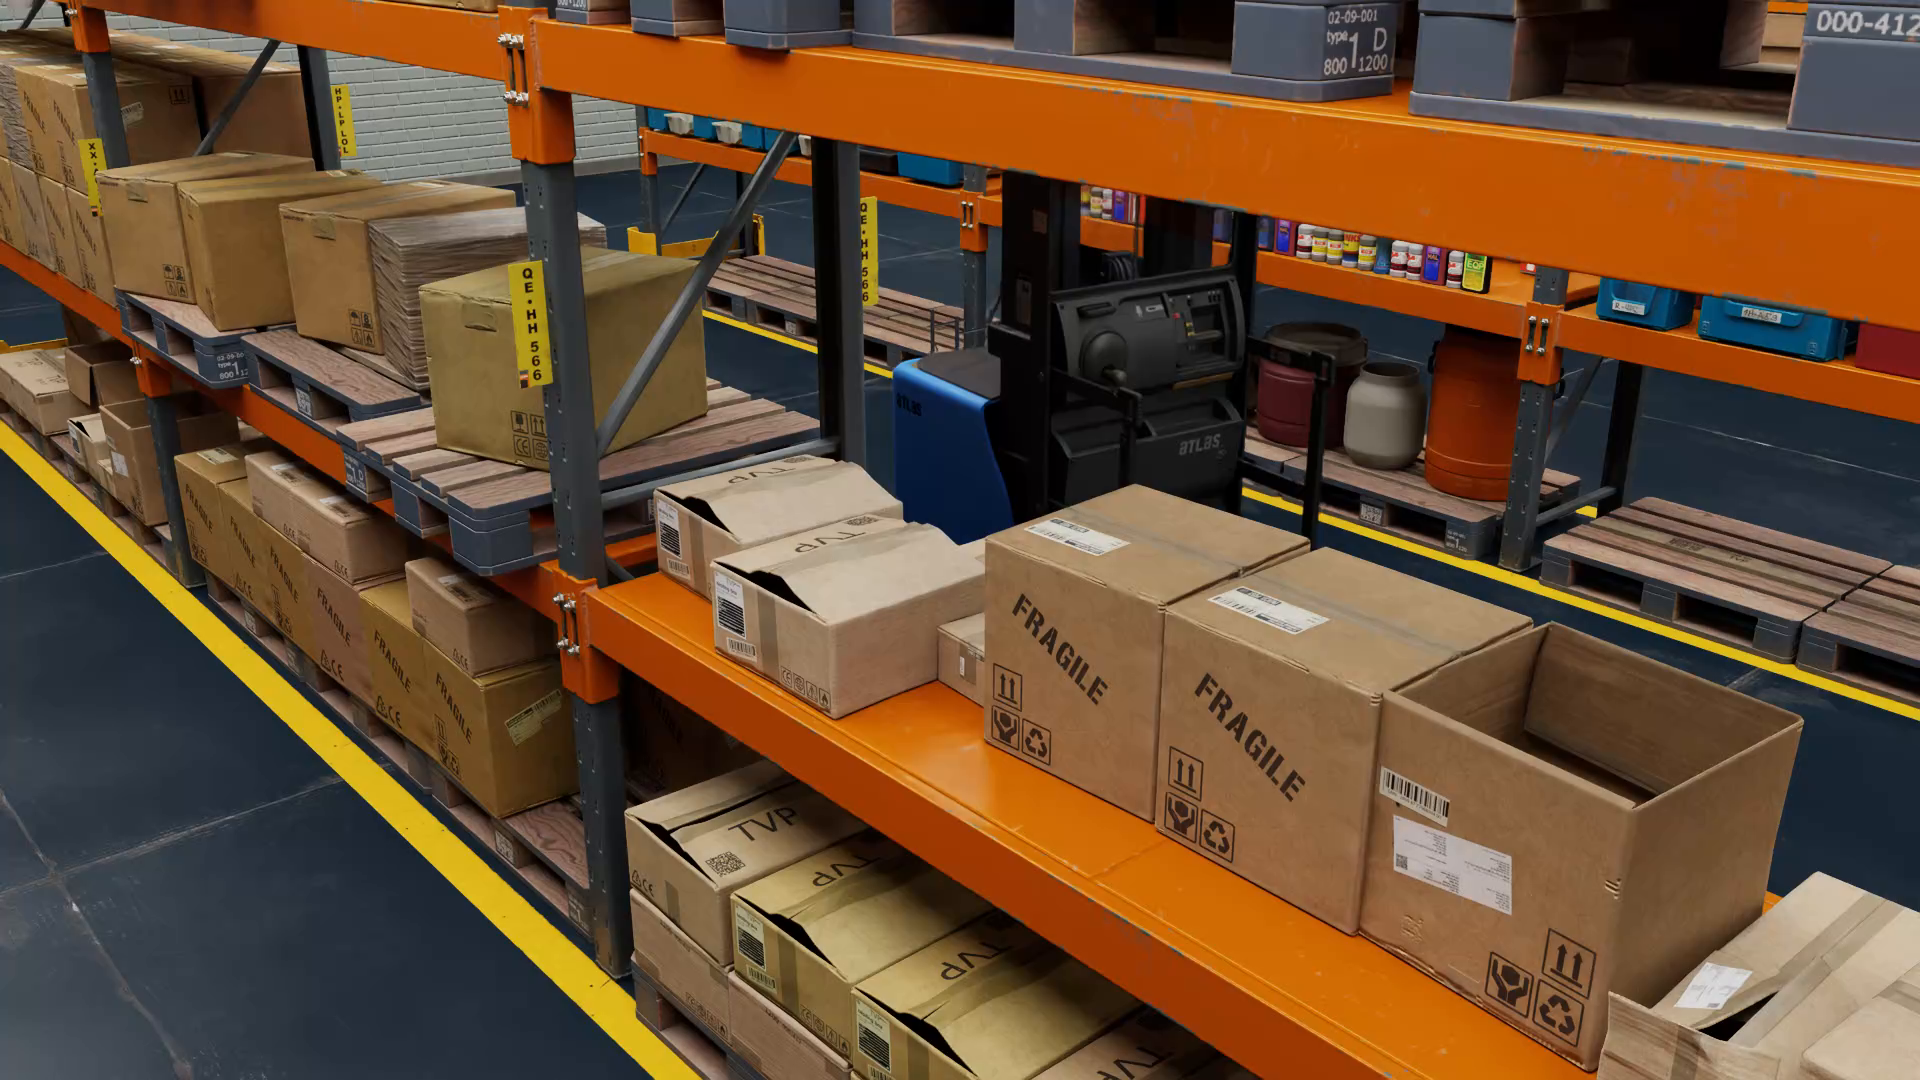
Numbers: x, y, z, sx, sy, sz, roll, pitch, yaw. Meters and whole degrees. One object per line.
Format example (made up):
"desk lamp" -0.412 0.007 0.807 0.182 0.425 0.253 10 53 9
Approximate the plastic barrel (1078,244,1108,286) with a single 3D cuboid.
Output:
"plastic barrel" 0.781 -1.535 10.591 0.600 0.901 0.708 -17 27 -37

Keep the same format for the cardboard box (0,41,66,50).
"cardboard box" -5.168 -2.442 9.098 0.500 0.500 0.500 -17 27 -37

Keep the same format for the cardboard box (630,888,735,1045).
"cardboard box" -0.586 1.112 4.726 0.500 0.250 0.500 -18 27 -38

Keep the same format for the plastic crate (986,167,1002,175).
"plastic crate" 0.243 -2.538 11.131 0.396 0.136 0.243 -17 27 -37

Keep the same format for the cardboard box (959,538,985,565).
"cardboard box" 0.091 0.112 4.428 0.380 0.149 0.250 -17 27 -37

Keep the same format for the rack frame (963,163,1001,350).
"rack frame" 0.439 -2.471 10.679 1.000 3.000 0.127 -17 27 -37

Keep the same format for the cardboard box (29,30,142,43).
"cardboard box" -5.098 -2.713 9.789 0.500 0.500 0.500 -17 27 -36

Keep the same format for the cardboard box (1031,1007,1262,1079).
"cardboard box" 0.431 1.278 3.535 0.500 0.311 0.500 -18 28 -38

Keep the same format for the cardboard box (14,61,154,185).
"cardboard box" -4.179 -2.023 8.029 0.500 0.500 0.500 -18 28 -38

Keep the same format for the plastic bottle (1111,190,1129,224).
"plastic bottle" 0.935 -1.968 9.555 0.061 0.283 0.133 -17 27 -37

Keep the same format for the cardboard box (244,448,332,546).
"cardboard box" -2.532 -0.215 6.715 0.500 0.250 0.500 -17 27 -37

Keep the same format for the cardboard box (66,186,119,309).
"cardboard box" -3.837 -1.416 7.849 0.500 0.500 0.500 -17 27 -37

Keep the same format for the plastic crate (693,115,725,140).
"plastic crate" -1.831 -3.197 12.681 0.416 0.233 0.300 -17 27 -37

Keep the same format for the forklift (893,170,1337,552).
"forklift" 0.899 -0.830 6.583 1.130 2.935 3.031 -13 25 -31

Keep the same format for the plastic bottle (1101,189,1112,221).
"plastic bottle" 0.873 -1.966 9.663 0.097 0.201 0.097 0 21 0

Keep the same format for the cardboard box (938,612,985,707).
"cardboard box" 0.170 0.269 4.029 0.380 0.149 0.250 -15 26 -34

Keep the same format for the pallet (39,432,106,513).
"pallet" -4.564 -0.521 9.525 1.003 0.211 1.213 -17 27 -37

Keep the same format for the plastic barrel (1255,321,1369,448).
"plastic barrel" 1.980 -0.881 9.352 0.600 0.588 0.708 -17 27 -37

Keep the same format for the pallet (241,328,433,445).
"pallet" -1.978 -0.634 6.253 1.003 0.211 1.213 -17 27 -37

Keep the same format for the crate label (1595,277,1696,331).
"crate label" 3.041 -1.082 7.363 0.303 0.233 0.416 -17 27 -37

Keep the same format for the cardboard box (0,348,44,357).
"cardboard box" -5.914 -1.077 10.428 0.380 0.149 0.250 -17 27 -37

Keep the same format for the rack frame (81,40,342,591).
"rack frame" -3.316 -1.292 7.671 1.000 3.000 0.127 -17 27 -37

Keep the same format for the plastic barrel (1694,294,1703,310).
"plastic barrel" 3.582 -1.373 7.689 0.600 0.536 0.708 -17 27 -37

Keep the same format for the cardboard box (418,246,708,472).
"cardboard box" -1.202 -0.576 5.130 0.500 0.500 0.700 12 24 28

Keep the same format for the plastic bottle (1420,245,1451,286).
"plastic bottle" 2.312 -1.385 8.067 0.061 0.283 0.133 -17 27 -37

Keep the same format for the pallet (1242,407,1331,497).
"pallet" 1.711 -0.612 9.756 1.003 0.211 1.213 -17 27 -37

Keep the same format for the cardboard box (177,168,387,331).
"cardboard box" -2.680 -1.175 6.659 0.700 0.500 0.500 -13 25 -29

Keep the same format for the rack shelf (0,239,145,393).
"rack shelf" -4.622 -1.510 9.213 1.077 0.370 4.000 -17 27 -37

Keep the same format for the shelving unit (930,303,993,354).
"shelving unit" 0.009 -0.555 8.255 0.258 1.200 0.189 -17 27 -37

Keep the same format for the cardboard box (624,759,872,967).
"cardboard box" -0.586 0.851 4.624 0.500 0.311 0.500 -16 27 -36

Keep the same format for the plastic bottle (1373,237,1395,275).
"plastic bottle" 2.123 -1.469 8.299 0.097 0.271 0.097 0 21 0

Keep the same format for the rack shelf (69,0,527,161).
"rack shelf" -2.011 -1.802 5.844 1.077 0.370 4.000 -17 27 -37

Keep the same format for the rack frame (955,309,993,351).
"rack frame" 0.069 -0.529 8.190 0.240 1.200 0.006 -17 27 -37

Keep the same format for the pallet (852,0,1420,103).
"pallet" 0.538 -1.022 3.125 1.003 0.211 1.213 -16 26 -35

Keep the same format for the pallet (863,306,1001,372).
"pallet" -0.071 -1.366 11.682 1.003 0.211 1.213 -17 27 -37

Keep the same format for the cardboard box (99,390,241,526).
"cardboard box" -3.903 -0.423 8.276 0.500 0.500 0.500 -17 27 -37

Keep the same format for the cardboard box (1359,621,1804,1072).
"cardboard box" 1.073 0.510 2.932 0.500 0.500 0.500 -15 26 -34

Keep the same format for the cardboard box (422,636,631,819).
"cardboard box" -1.494 0.569 5.742 0.500 0.500 0.500 -16 27 -35

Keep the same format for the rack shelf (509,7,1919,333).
"rack shelf" 0.600 -0.696 3.022 1.077 0.370 4.000 -17 27 -37

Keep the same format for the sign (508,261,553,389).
"sign" -1.110 -0.558 4.316 0.100 0.325 0.005 -17 27 -37

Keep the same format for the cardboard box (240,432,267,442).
"cardboard box" -3.426 -0.413 8.508 0.500 0.311 0.500 -17 27 -37

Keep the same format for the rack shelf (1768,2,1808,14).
"rack shelf" 4.355 -1.875 6.030 1.077 0.370 4.000 -17 27 -37

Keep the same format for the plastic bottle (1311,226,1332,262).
"plastic bottle" 1.869 -1.544 8.587 0.097 0.201 0.097 0 21 0

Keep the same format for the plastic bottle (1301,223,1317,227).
"plastic bottle" 1.978 -1.894 9.274 0.144 0.351 0.185 -17 27 -37

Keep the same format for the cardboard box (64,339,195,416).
"cardboard box" -4.547 -0.853 9.368 0.797 0.503 0.637 -17 27 -37

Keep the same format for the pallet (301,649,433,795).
"pallet" -1.956 0.559 6.767 1.003 0.211 1.213 -17 27 -37

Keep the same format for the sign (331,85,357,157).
"sign" -2.898 -1.965 7.799 0.100 0.325 0.005 -17 27 -37

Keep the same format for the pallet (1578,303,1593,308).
"pallet" 5.552 -1.819 12.838 1.003 0.211 1.213 -17 27 -37

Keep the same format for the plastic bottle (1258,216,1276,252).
"plastic bottle" 1.644 -1.722 8.836 0.144 0.351 0.185 -17 27 -37

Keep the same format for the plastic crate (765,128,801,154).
"plastic crate" -1.205 -2.932 12.005 0.416 0.233 0.300 -17 27 -37

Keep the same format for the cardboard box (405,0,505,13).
"cardboard box" -1.016 -1.743 4.571 0.910 0.500 0.500 -17 27 -37

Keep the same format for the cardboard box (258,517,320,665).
"cardboard box" -2.508 0.143 6.830 0.500 0.500 0.500 -17 27 -37

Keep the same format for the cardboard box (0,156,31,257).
"cardboard box" -4.846 -1.840 8.931 0.500 0.500 0.500 -17 27 -37

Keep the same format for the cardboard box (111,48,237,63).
"cardboard box" -4.083 -2.286 8.700 0.500 0.500 0.500 -18 28 -39
